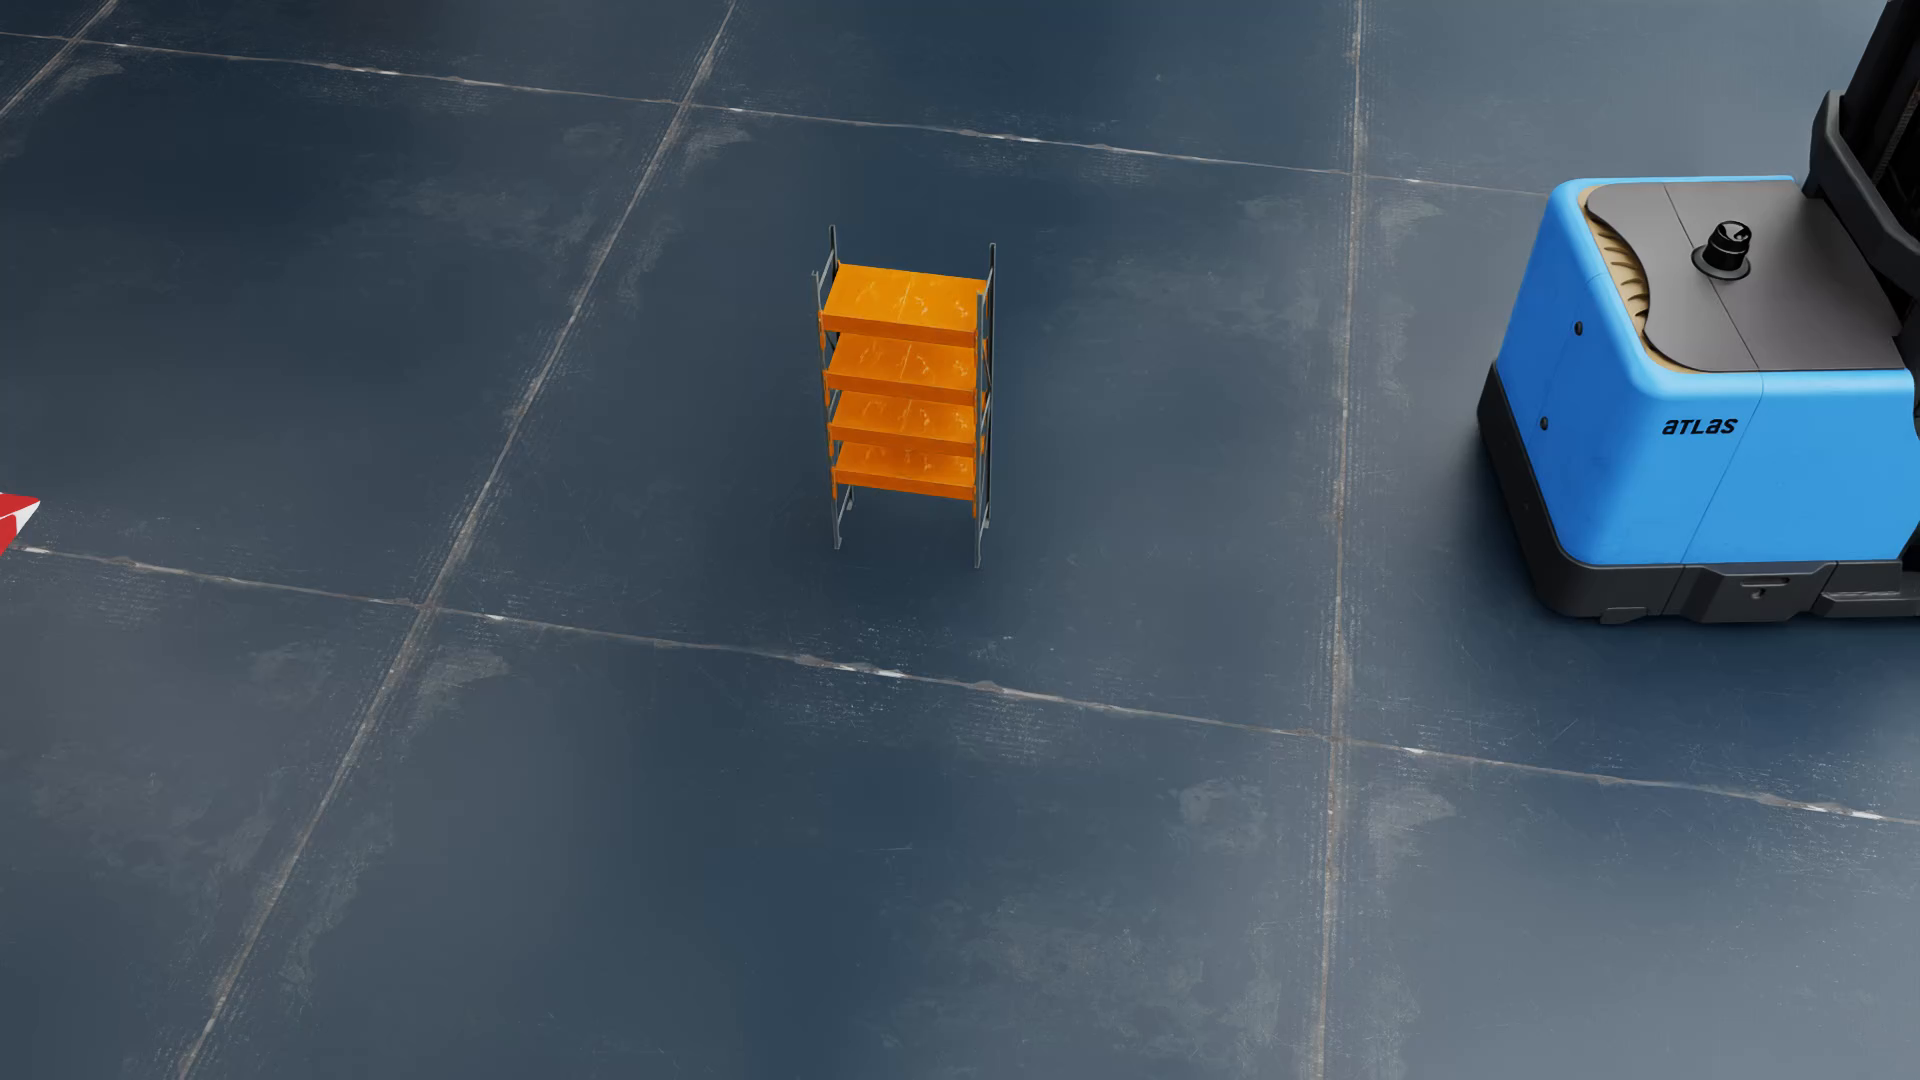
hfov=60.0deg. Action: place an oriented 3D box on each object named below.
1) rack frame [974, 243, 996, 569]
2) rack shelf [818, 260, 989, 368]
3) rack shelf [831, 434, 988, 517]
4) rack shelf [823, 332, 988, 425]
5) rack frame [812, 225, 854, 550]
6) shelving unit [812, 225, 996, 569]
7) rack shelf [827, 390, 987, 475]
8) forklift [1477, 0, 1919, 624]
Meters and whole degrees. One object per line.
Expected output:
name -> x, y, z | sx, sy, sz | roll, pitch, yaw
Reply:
rack frame -> 0.077, -0.391, 5.294 | 0.015, 1.200, 0.240 | 8, 49, 7
rack shelf -> -0.163, -0.686, 5.031 | 0.480, 0.148, 0.258 | 8, 49, 7
rack shelf -> -0.163, -0.245, 5.521 | 0.480, 0.148, 0.258 | 8, 49, 7
rack shelf -> -0.163, -0.527, 5.207 | 0.480, 0.148, 0.258 | 8, 49, 7
rack frame -> -0.403, -0.455, 5.352 | 0.015, 1.200, 0.240 | 8, 49, 7
shelving unit -> -0.163, -0.423, 5.323 | 0.503, 1.200, 0.258 | 8, 49, 7
rack shelf -> -0.163, -0.378, 5.373 | 0.480, 0.148, 0.258 | 8, 49, 7
forklift -> 3.410, -1.100, 4.768 | 3.031, 2.935, 1.130 | -1, 48, -1
